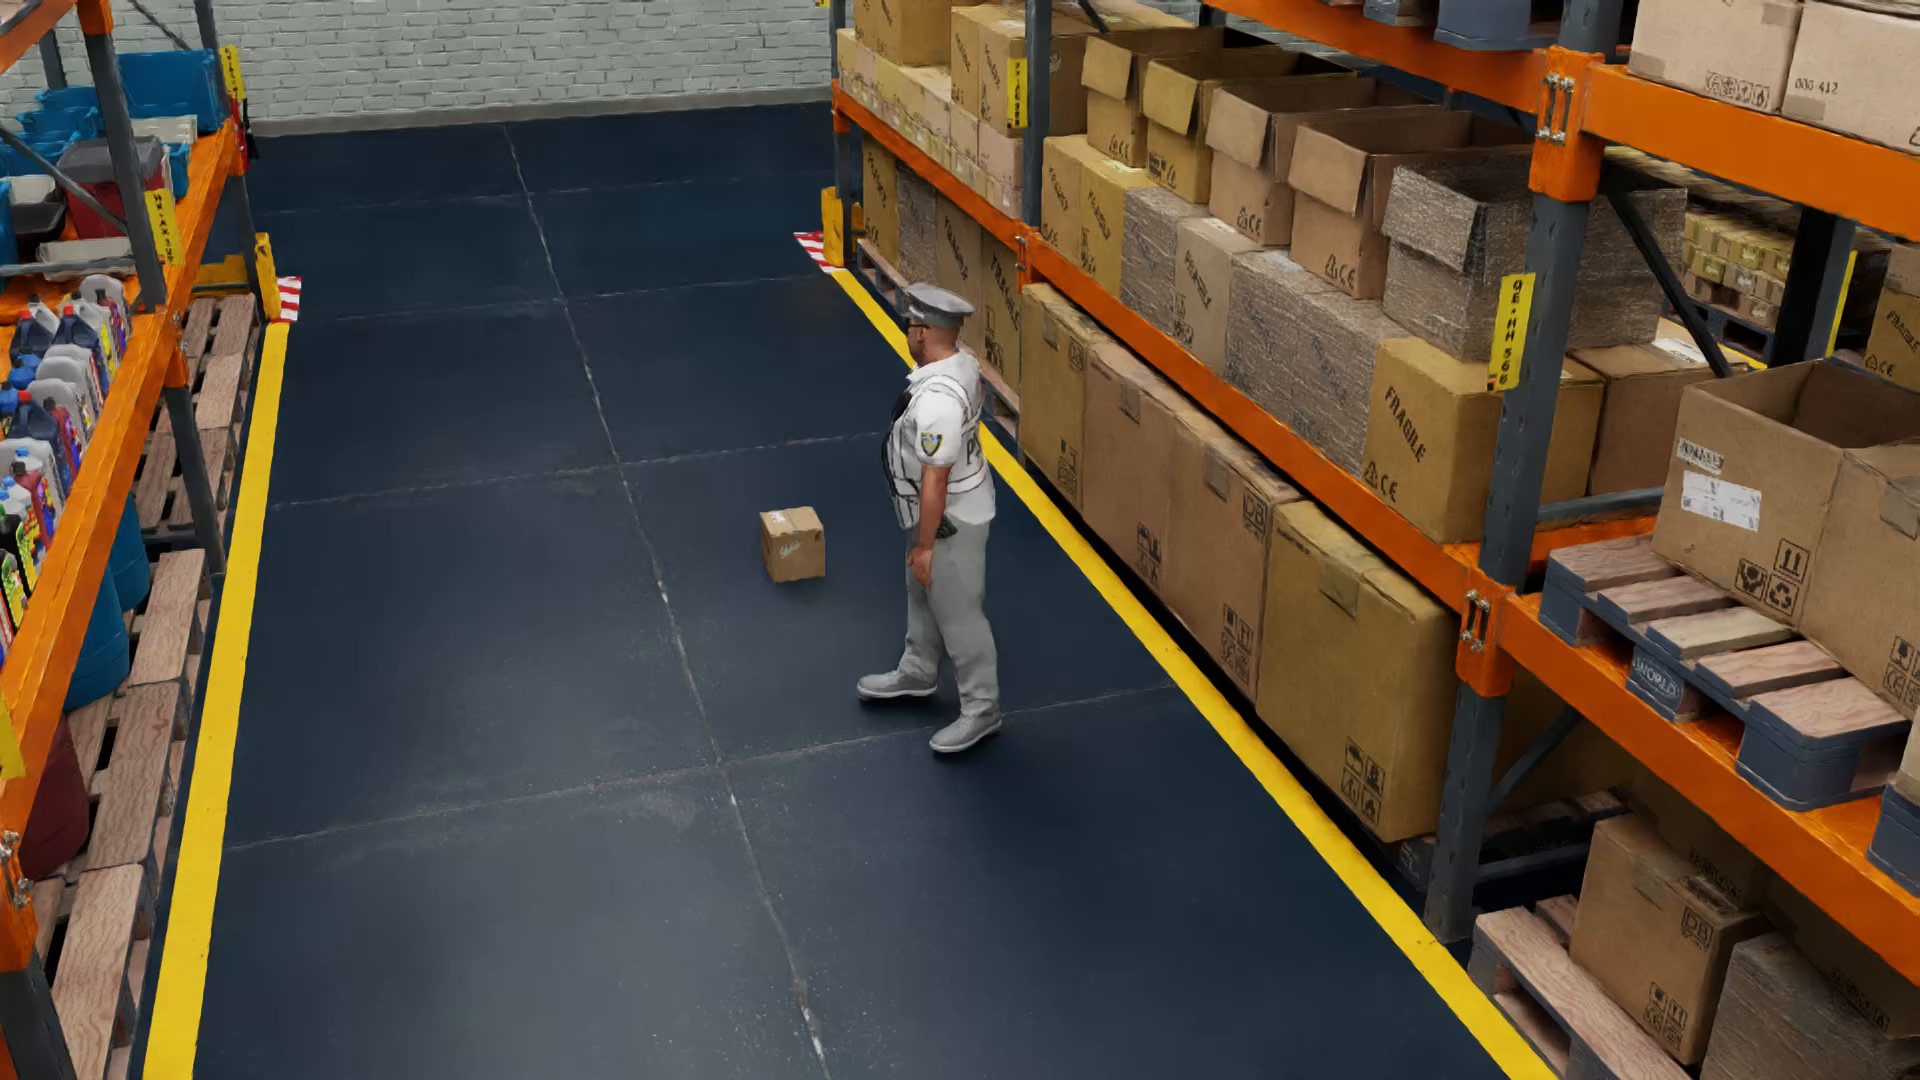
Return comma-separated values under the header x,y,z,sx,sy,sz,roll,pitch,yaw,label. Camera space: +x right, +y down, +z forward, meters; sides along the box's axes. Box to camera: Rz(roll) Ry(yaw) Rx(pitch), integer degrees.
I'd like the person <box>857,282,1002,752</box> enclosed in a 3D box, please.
x,y,z,sx,sy,sz,roll,pitch,yaw,label
-0.127,-0.108,6.270,0.587,1.753,0.653,1,26,1,person
